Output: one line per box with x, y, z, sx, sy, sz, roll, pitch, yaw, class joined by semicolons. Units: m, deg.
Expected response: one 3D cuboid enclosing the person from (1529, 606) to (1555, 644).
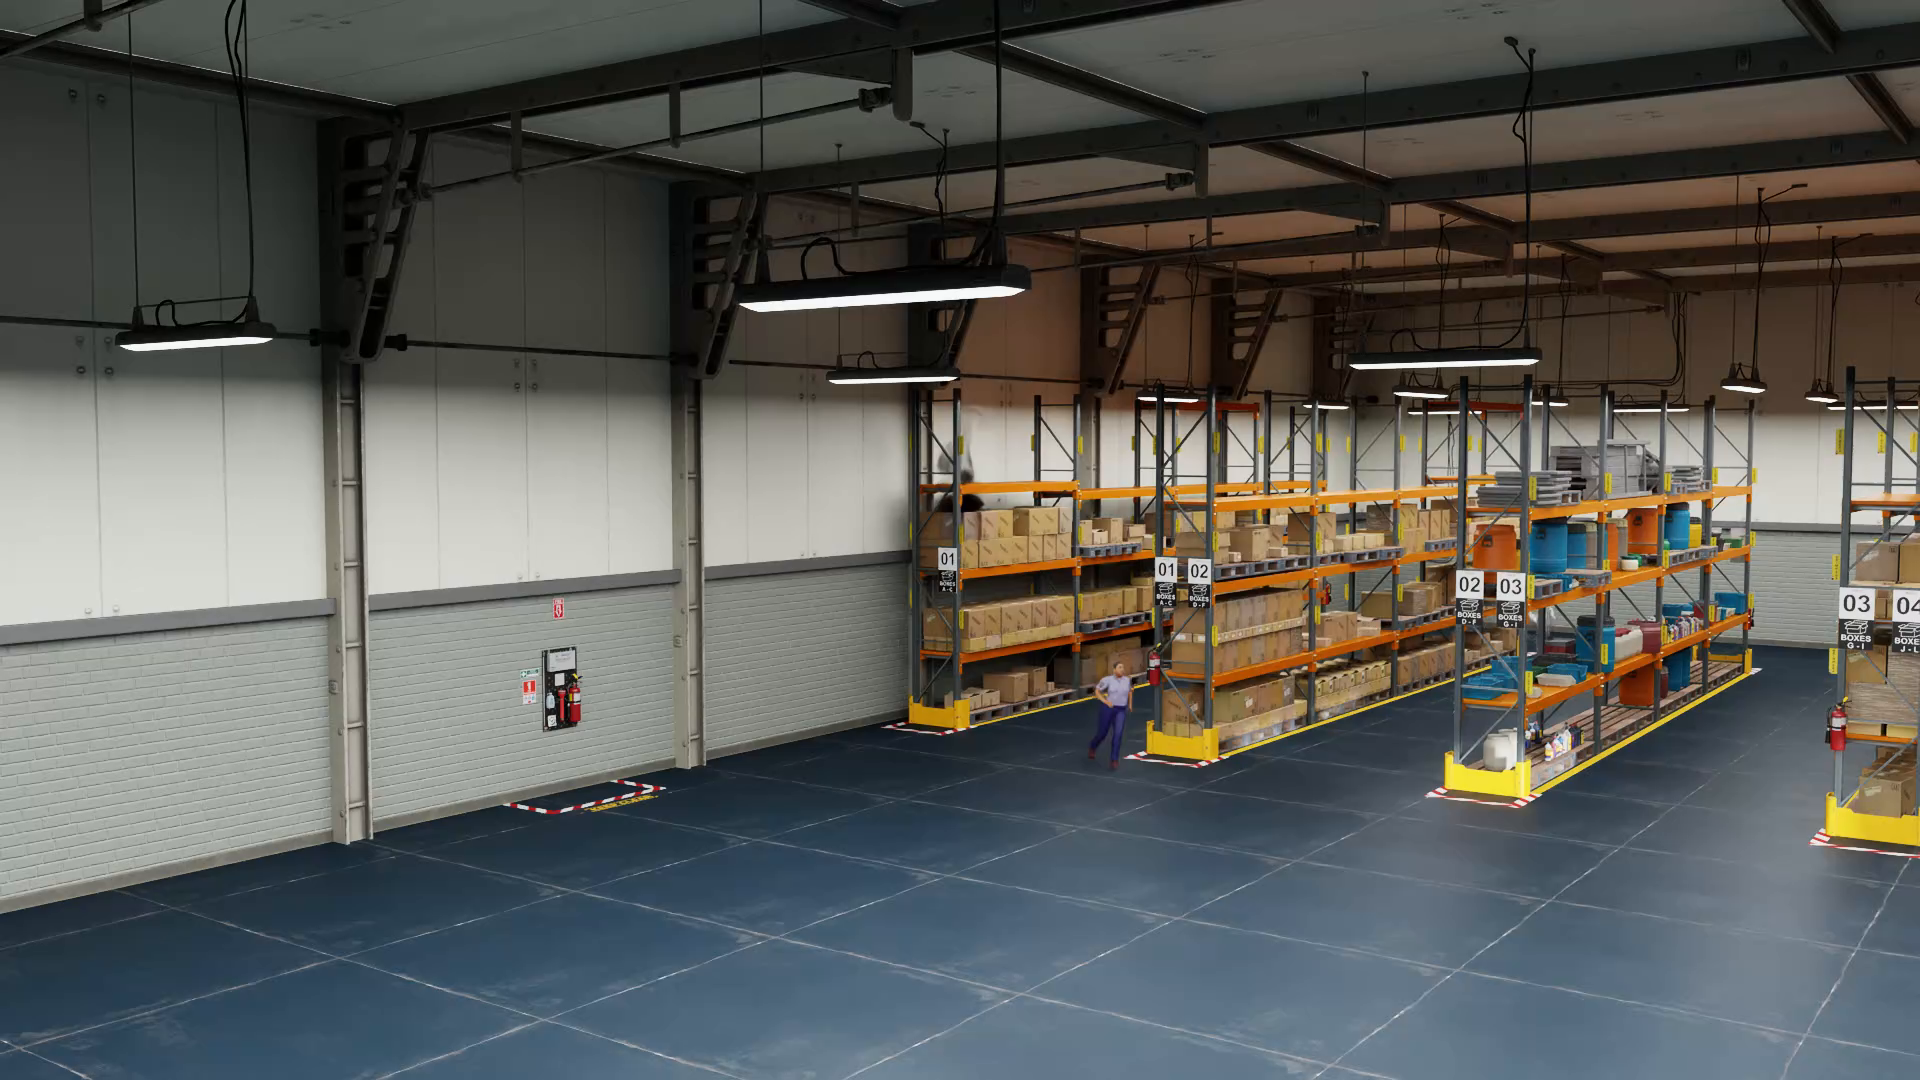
14.031;1.909;40.040;0.673;1.639;0.504;-1;4;-24;person

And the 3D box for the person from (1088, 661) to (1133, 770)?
2.420;2.706;26.010;0.691;1.625;0.925;-1;3;-12;person
